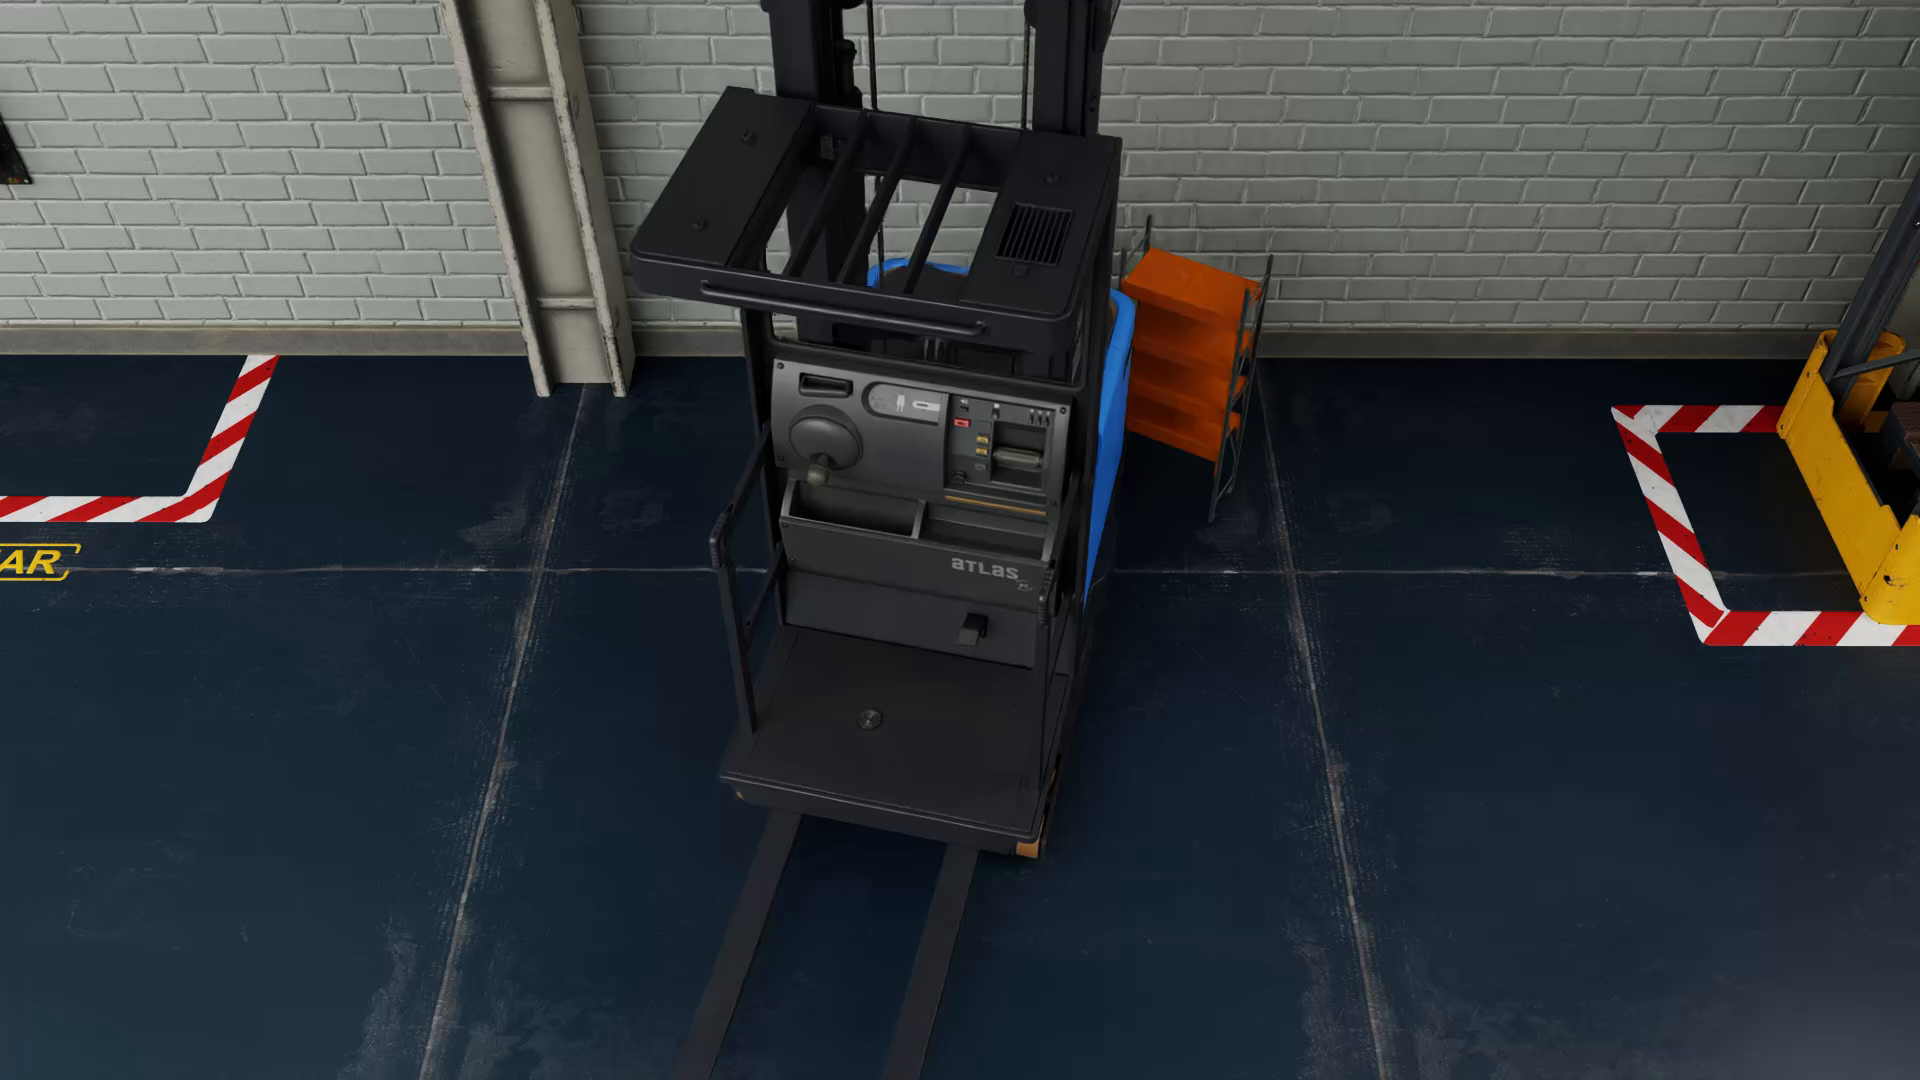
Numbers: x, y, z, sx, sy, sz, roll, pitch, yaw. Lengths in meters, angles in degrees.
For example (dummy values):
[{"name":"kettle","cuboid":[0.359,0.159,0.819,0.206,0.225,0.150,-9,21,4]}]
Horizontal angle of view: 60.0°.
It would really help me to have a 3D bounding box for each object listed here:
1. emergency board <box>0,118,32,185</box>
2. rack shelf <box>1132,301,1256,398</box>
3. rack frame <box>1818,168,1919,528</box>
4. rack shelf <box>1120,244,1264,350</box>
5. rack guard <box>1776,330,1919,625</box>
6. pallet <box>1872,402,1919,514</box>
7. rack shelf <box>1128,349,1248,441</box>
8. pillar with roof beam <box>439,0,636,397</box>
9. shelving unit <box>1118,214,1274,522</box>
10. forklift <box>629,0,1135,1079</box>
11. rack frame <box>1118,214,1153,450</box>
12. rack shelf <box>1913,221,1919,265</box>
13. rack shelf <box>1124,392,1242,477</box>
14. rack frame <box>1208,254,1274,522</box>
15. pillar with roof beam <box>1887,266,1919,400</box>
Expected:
[{"name":"emergency board","cuboid":[-4.138,-1.804,6.380,0.643,1.169,0.194,0,47,0]},{"name":"rack shelf","cuboid":[0.871,-0.754,6.418,0.480,0.148,0.258,23,51,20]},{"name":"rack frame","cuboid":[3.629,-1.121,5.745,0.127,3.000,1.000,0,47,0]},{"name":"rack shelf","cuboid":[0.871,-0.916,6.245,0.480,0.148,0.258,23,51,20]},{"name":"rack guard","cuboid":[3.705,-0.269,6.659,0.348,0.500,1.175,0,47,0]},{"name":"pallet","cuboid":[4.518,-0.143,6.739,1.213,0.211,1.003,0,47,0]},{"name":"rack shelf","cuboid":[0.871,-0.602,6.582,0.480,0.148,0.258,23,51,20]},{"name":"pillar with roof beam","cuboid":[-1.683,-0.662,1.218,0.400,9.000,9.100,0,47,0]},{"name":"shelving unit","cuboid":[0.871,-0.647,6.532,0.503,1.200,0.258,23,51,20]},{"name":"forklift","cuboid":[-0.174,-0.220,4.952,1.130,2.935,3.031,10,48,9]},{"name":"rack frame","cuboid":[0.658,-0.735,6.614,0.015,1.200,0.240,23,51,20]},{"name":"rack shelf","cuboid":[5.629,-0.871,6.003,4.000,0.370,1.077,0,47,0]},{"name":"rack shelf","cuboid":[0.870,-0.466,6.727,0.480,0.148,0.258,23,51,20]},{"name":"rack frame","cuboid":[1.083,-0.559,6.451,0.015,1.200,0.240,23,51,20]},{"name":"pillar with roof beam","cuboid":[4.317,-0.645,1.203,0.400,9.000,9.100,0,47,0]}]
